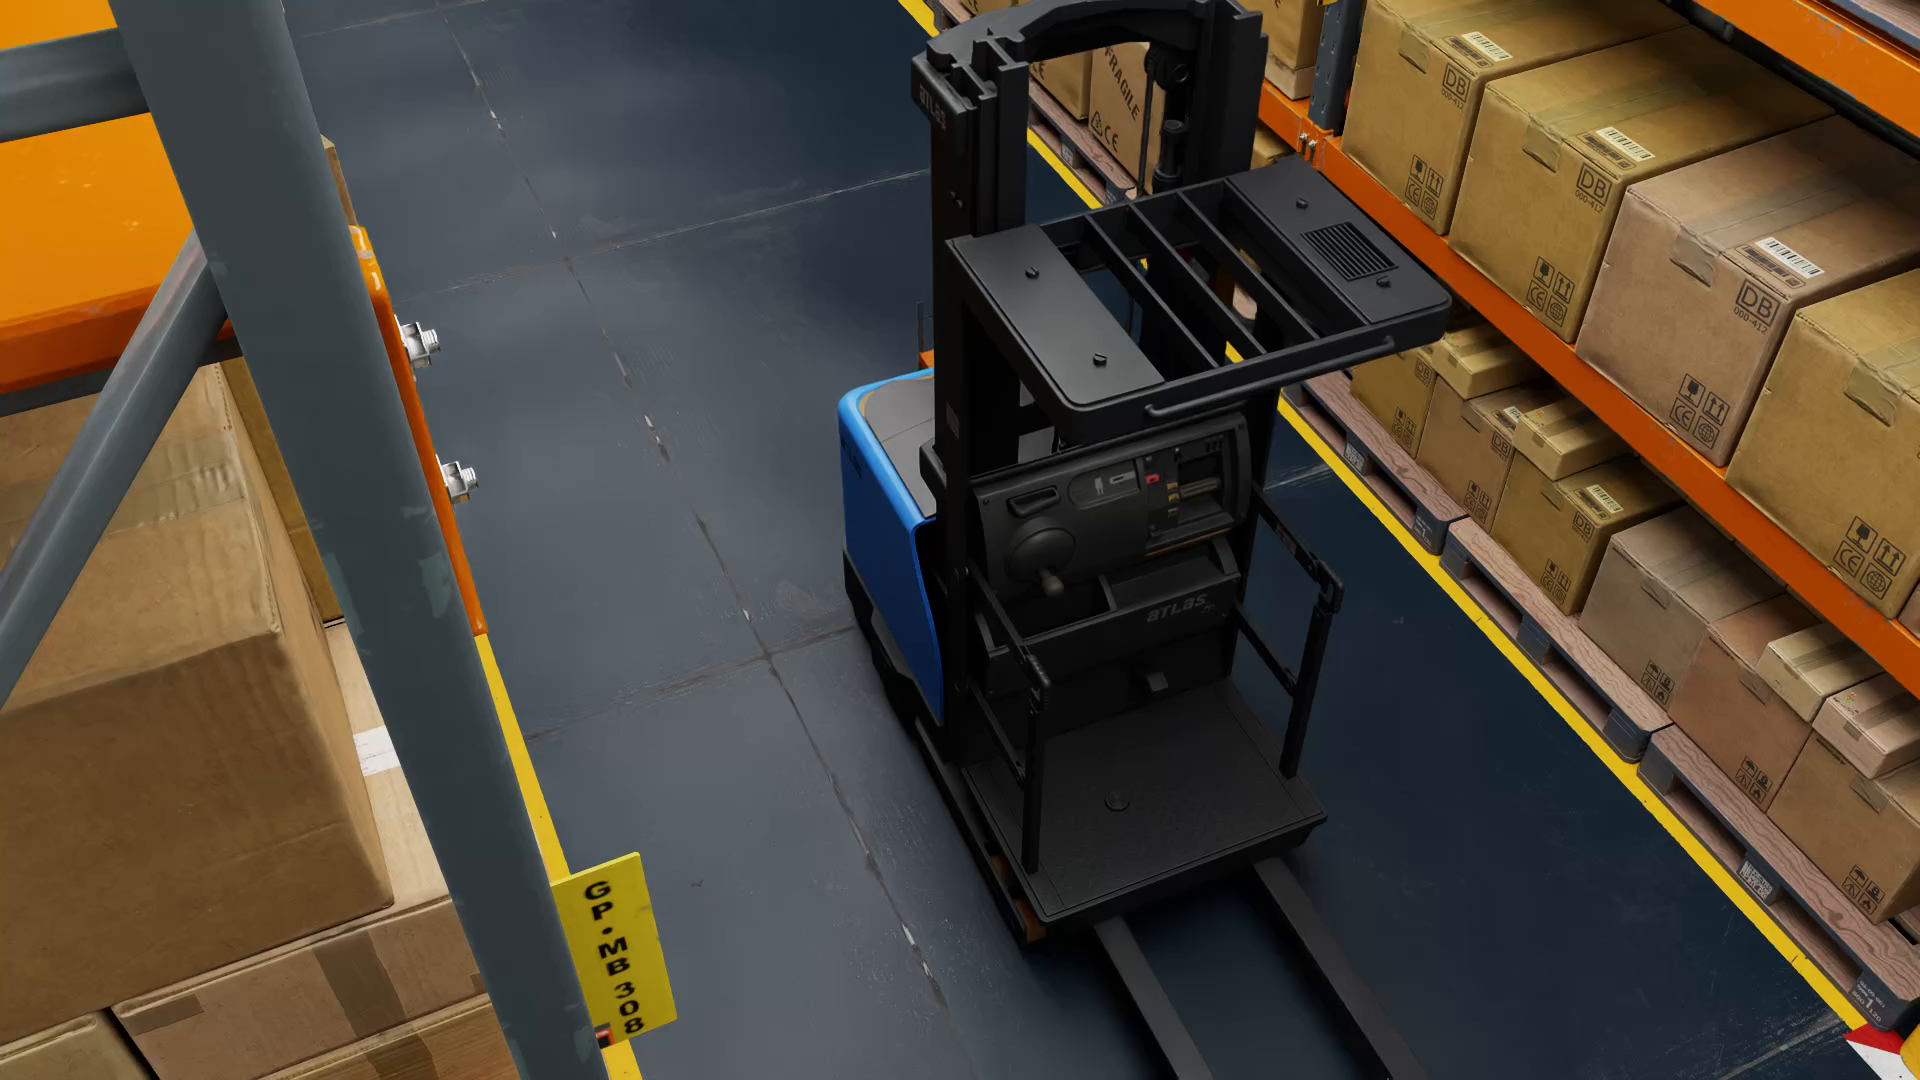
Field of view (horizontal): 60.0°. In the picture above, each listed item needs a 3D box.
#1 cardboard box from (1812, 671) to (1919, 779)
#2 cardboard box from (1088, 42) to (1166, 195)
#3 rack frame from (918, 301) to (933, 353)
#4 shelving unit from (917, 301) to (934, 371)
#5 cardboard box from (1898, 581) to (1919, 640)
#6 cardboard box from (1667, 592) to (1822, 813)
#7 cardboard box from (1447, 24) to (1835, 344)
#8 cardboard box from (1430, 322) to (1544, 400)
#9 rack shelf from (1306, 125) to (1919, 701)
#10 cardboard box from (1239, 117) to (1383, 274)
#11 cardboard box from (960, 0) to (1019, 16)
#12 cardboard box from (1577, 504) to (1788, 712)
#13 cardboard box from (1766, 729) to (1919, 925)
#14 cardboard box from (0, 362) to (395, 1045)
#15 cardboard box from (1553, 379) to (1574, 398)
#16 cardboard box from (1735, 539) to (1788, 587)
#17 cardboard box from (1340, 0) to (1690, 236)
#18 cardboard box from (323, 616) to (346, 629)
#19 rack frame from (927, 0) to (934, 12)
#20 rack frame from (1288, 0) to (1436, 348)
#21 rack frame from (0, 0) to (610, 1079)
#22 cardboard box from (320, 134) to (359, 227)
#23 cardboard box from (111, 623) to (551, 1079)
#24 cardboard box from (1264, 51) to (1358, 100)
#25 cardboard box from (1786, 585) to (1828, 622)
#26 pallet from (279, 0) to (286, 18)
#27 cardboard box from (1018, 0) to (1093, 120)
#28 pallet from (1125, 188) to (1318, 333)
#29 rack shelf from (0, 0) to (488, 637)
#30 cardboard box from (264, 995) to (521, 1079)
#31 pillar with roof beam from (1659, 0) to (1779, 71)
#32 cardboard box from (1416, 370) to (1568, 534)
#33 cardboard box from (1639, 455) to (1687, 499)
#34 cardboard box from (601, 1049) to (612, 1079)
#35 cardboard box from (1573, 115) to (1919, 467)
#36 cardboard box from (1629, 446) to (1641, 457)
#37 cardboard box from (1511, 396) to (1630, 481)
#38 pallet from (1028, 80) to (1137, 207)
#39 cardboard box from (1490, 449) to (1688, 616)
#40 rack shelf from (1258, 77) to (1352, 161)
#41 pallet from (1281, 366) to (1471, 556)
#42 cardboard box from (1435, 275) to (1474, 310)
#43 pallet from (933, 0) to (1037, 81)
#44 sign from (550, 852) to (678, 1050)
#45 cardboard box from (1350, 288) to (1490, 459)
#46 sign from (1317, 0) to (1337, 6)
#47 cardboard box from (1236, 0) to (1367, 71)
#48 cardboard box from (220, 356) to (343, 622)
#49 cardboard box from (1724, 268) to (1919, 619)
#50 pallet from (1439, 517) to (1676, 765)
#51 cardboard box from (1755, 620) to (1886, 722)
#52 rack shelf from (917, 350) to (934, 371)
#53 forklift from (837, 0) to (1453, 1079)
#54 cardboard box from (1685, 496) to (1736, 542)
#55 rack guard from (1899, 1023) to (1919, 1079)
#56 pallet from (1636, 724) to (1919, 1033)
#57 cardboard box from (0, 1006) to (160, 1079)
[{"bbox_3d":[3.028,0.584,5.410,0.380,0.149,0.250,-19,48,-18],"label":"cardboard box"},{"bbox_3d":[1.182,-2.355,8.602,0.750,0.750,0.750,-17,47,-16],"label":"cardboard box"},{"bbox_3d":[-0.050,-0.509,6.780,0.240,1.200,0.006,-17,47,-16],"label":"rack frame"},{"bbox_3d":[-0.014,-0.450,6.720,0.258,1.200,0.189,-17,47,-16],"label":"shelving unit"},{"bbox_3d":[3.408,0.090,4.678,0.980,0.700,0.700,-16,47,-16],"label":"cardboard box"},{"bbox_3d":[3.036,0.524,5.933,0.700,0.500,0.500,-18,47,-18],"label":"cardboard box"},{"bbox_3d":[2.465,-1.319,6.107,0.980,0.700,0.700,-19,48,-18],"label":"cardboard box"},{"bbox_3d":[2.150,-0.741,6.754,0.380,0.149,0.250,-17,47,-16],"label":"cardboard box"},{"bbox_3d":[2.791,-0.499,6.001,1.077,0.370,4.000,-18,47,-17],"label":"rack shelf"},{"bbox_3d":[1.559,-1.790,8.029,0.750,0.750,0.750,-18,47,-17],"label":"cardboard box"},{"bbox_3d":[0.458,-3.456,9.717,0.750,0.750,0.750,-19,48,-18],"label":"cardboard box"},{"bbox_3d":[2.824,0.204,6.257,0.700,0.500,0.500,-19,48,-19],"label":"cardboard box"},{"bbox_3d":[3.247,0.843,5.610,0.700,0.500,0.500,-18,47,-17],"label":"cardboard box"},{"bbox_3d":[-1.092,0.203,1.859,0.700,0.500,0.500,-18,47,-17],"label":"cardboard box"},{"bbox_3d":[2.625,-0.662,6.673,0.380,0.149,0.250,-19,48,-19],"label":"cardboard box"},{"bbox_3d":[3.055,-0.011,6.014,0.380,0.149,0.250,-17,47,-17],"label":"cardboard box"},{"bbox_3d":[2.163,-1.786,6.580,0.980,0.700,0.700,-17,47,-17],"label":"cardboard box"},{"bbox_3d":[-1.045,0.067,2.530,0.500,0.250,0.500,-18,47,-17],"label":"cardboard box"},{"bbox_3d":[0.268,-4.579,9.624,1.000,3.000,0.127,-18,47,-17],"label":"rack frame"},{"bbox_3d":[1.950,-2.030,7.040,1.000,3.000,0.127,-18,47,-17],"label":"rack frame"},{"bbox_3d":[-0.858,-0.152,0.866,0.949,2.616,0.053,-18,47,-17],"label":"rack frame"},{"bbox_3d":[-2.539,-1.118,5.746,0.700,0.500,0.500,-34,54,-30],"label":"cardboard box"},{"bbox_3d":[-0.841,0.388,2.205,0.500,0.250,0.500,-18,47,-17],"label":"cardboard box"},{"bbox_3d":[1.551,-2.079,7.255,0.380,0.149,0.250,-18,47,-17],"label":"cardboard box"},{"bbox_3d":[3.162,0.150,5.850,0.380,0.149,0.250,-18,47,-17],"label":"cardboard box"},{"bbox_3d":[-3.876,-2.634,7.789,1.213,0.211,1.003,-18,47,-17],"label":"pallet"},{"bbox_3d":[0.821,-2.896,9.149,0.750,0.750,0.750,-18,47,-18],"label":"cardboard box"},{"bbox_3d":[1.557,-1.507,8.496,1.003,0.211,1.213,-18,47,-17],"label":"pallet"},{"bbox_3d":[-1.702,-1.168,2.410,1.077,0.370,4.000,-18,47,-17],"label":"rack shelf"},{"bbox_3d":[-0.846,0.568,2.379,0.500,0.250,0.500,-18,47,-17],"label":"cardboard box"},{"bbox_3d":[-0.877,-2.703,3.452,9.100,9.000,0.400,-18,47,-17],"label":"pillar with roof beam"},{"bbox_3d":[2.380,-0.462,6.932,0.700,0.500,0.500,-18,48,-18],"label":"cardboard box"},{"bbox_3d":[2.840,-0.336,6.343,0.380,0.149,0.250,-19,48,-18],"label":"cardboard box"},{"bbox_3d":[-0.808,1.232,2.951,0.500,0.500,0.500,-17,47,-16],"label":"cardboard box"},{"bbox_3d":[2.780,-0.859,5.640,0.980,0.700,0.700,-20,48,-19],"label":"cardboard box"},{"bbox_3d":[2.731,-0.500,6.509,0.380,0.149,0.250,-18,47,-17],"label":"cardboard box"},{"bbox_3d":[2.370,-0.409,6.416,0.380,0.149,0.250,-19,48,-19],"label":"cardboard box"},{"bbox_3d":[1.040,-2.285,9.285,1.003,0.211,1.213,-18,47,-17],"label":"pallet"},{"bbox_3d":[2.594,-0.134,6.600,0.700,0.500,0.500,-17,47,-16],"label":"cardboard box"},{"bbox_3d":[1.109,-3.048,8.585,1.077,0.370,4.000,-18,47,-17],"label":"rack shelf"},{"bbox_3d":[2.199,-0.530,7.505,1.003,0.211,1.213,-18,47,-17],"label":"pallet"},{"bbox_3d":[2.291,-1.165,7.182,0.380,0.149,0.250,-18,47,-18],"label":"cardboard box"},{"bbox_3d":[0.531,-3.062,10.071,1.003,0.211,1.213,-18,47,-17],"label":"pallet"},{"bbox_3d":[-0.369,0.445,1.774,0.100,0.325,0.005,-18,47,-17],"label":"sign"},{"bbox_3d":[2.171,-0.783,7.257,0.700,0.500,0.500,-17,47,-17],"label":"cardboard box"},{"bbox_3d":[1.462,-2.247,6.493,0.100,0.325,0.005,-18,47,-17],"label":"sign"},{"bbox_3d":[1.527,-2.398,7.116,0.500,0.500,0.500,-19,48,-18],"label":"cardboard box"},{"bbox_3d":[-1.225,-0.141,2.207,0.700,0.500,0.500,-18,47,-17],"label":"cardboard box"},{"bbox_3d":[3.092,-0.370,5.145,0.980,0.700,0.700,-18,48,-18],"label":"cardboard box"},{"bbox_3d":[2.716,0.249,6.716,1.003,0.211,1.213,-18,47,-17],"label":"pallet"},{"bbox_3d":[2.919,0.421,5.575,0.380,0.149,0.250,-17,47,-16],"label":"cardboard box"},{"bbox_3d":[-0.014,-0.674,6.499,0.258,0.103,0.180,-17,47,-16],"label":"rack shelf"},{"bbox_3d":[0.577,-0.010,5.042,1.130,2.935,3.031,-17,47,-16],"label":"forklift"},{"bbox_3d":[2.946,-0.175,6.179,0.380,0.149,0.250,-18,47,-17],"label":"cardboard box"},{"bbox_3d":[3.642,1.424,5.319,1.175,0.500,0.348,-18,47,-17],"label":"rack guard"},{"bbox_3d":[3.225,1.025,5.929,1.003,0.211,1.213,-18,47,-17],"label":"pallet"},{"bbox_3d":[-1.308,0.540,2.051,0.500,0.250,0.500,-18,47,-17],"label":"cardboard box"}]
